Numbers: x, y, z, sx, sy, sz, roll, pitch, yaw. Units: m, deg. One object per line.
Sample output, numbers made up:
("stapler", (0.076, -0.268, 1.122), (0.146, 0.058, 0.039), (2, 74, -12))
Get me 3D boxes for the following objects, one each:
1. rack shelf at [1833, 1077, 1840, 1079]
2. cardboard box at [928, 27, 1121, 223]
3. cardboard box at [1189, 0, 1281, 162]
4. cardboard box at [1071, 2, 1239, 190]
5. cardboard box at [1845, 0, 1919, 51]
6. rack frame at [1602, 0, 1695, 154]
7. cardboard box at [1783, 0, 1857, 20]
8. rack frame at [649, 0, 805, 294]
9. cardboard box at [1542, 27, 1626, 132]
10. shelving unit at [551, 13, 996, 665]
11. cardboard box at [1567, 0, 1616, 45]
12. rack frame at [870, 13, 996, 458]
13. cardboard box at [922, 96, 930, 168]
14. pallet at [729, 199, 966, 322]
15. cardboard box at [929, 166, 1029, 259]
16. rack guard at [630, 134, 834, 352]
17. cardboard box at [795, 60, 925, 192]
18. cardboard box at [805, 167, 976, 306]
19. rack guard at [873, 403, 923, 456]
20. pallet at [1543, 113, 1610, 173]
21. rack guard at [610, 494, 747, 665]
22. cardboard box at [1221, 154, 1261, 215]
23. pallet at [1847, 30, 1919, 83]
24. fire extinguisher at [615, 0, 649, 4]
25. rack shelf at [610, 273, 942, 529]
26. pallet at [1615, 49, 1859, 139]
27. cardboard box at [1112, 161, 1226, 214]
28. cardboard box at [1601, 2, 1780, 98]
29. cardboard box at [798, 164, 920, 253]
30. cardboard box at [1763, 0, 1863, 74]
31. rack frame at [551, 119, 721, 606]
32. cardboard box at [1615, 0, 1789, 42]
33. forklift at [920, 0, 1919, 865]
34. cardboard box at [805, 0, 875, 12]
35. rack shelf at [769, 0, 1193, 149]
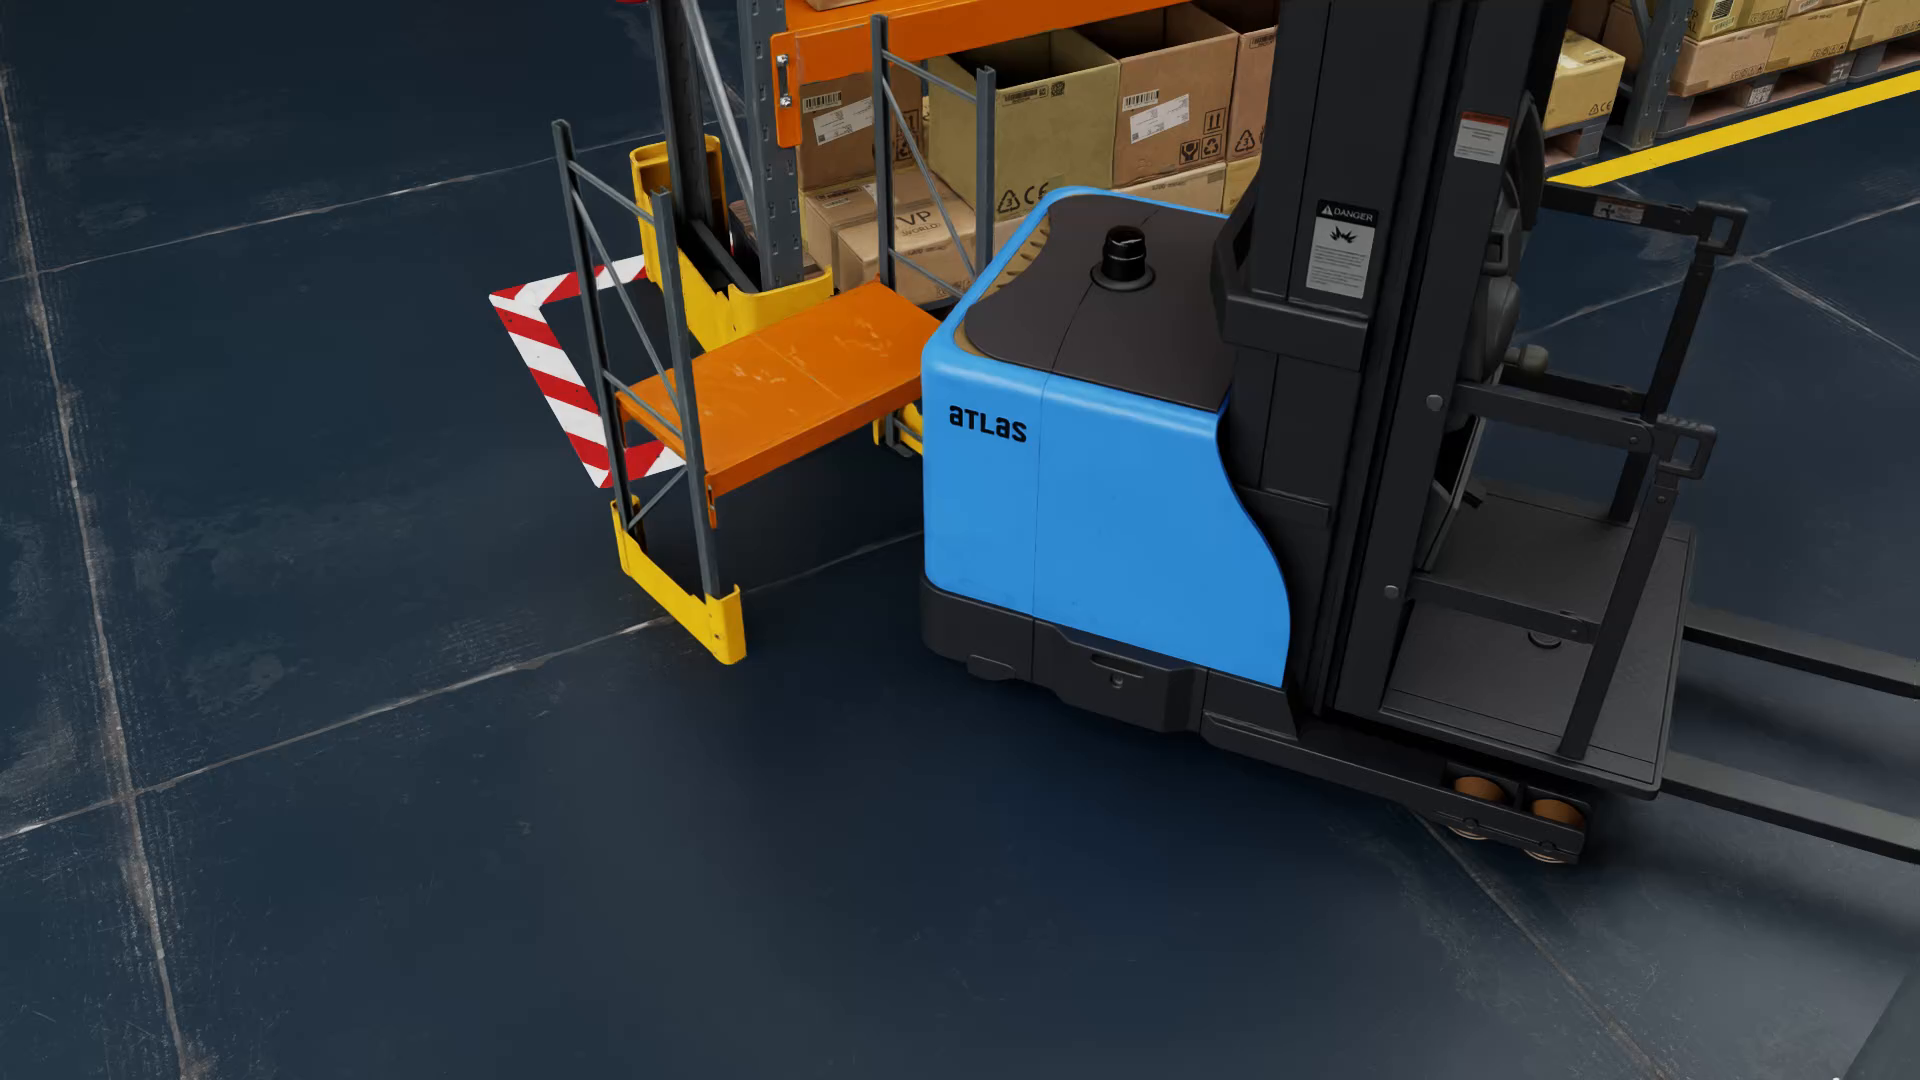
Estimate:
("rack shelf", (3.255, 0.582, 2.798), (4.000, 0.370, 1.077), (-19, 44, -21))
("cardboard box", (0.217, -1.515, 5.941), (0.500, 0.500, 0.500), (-19, 44, -21))
("cardboard box", (1.106, -1.811, 6.290), (0.500, 0.500, 0.500), (-19, 44, -21))
("cardboard box", (0.655, -1.672, 6.126), (0.500, 0.500, 0.500), (-19, 44, -21))
("cardboard box", (4.128, -2.526, 7.716), (0.500, 0.250, 0.500), (-20, 44, -22))
("rack frame", (2.744, -3.129, 6.625), (0.127, 3.000, 1.000), (-19, 44, -21))
("cardboard box", (3.672, -2.581, 7.346), (0.500, 0.311, 0.500), (-19, 44, -21))
("rack frame", (-0.804, -1.935, 5.214), (0.127, 3.000, 1.000), (-19, 44, -21))
("cardboard box", (2.434, -1.976, 7.066), (0.500, 0.250, 0.500), (-19, 44, -21))
("shelving unit", (-0.458, -0.575, 4.768), (1.083, 1.500, 0.587), (-29, 48, -30))
("cardboard box", (2.978, -2.530, 7.720), (0.500, 0.250, 0.500), (-19, 44, -21))
("rack frame", (-0.079, -0.785, 5.016), (0.032, 1.500, 0.500), (-29, 48, -30))
("cardboard box", (-0.027, -1.531, 6.541), (0.500, 0.250, 0.500), (-19, 44, -21))
("pallet", (-0.145, -1.123, 6.413), (1.213, 0.211, 1.003), (-19, 44, -21))
("cardboard box", (0.217, -1.230, 6.184), (0.500, 0.250, 0.500), (-19, 44, -21))
("rack guard", (-0.825, -0.974, 6.014), (0.348, 0.500, 1.175), (-19, 44, -21))
("cardboard box", (-0.465, -1.663, 6.115), (0.500, 0.500, 0.500), (-19, 44, -21))
("cardboard box", (-0.225, -1.079, 6.006), (0.500, 0.250, 0.500), (-19, 44, -21))
("rack guard", (-0.080, -0.307, 5.419), (0.087, 0.250, 0.587), (-29, 48, -30))
("pallet", (2.019, -1.851, 7.274), (1.213, 0.211, 1.003), (-19, 44, -21))
("rack guard", (-0.836, 0.111, 4.925), (0.087, 0.250, 0.587), (-29, 48, -30))
("cardboard box", (1.106, -1.525, 6.533), (0.500, 0.250, 0.500), (-19, 44, -21))
("pallet", (4.463, -2.674, 8.245), (1.213, 0.211, 1.003), (-19, 44, -21))
("fire extinguisher", (-1.123, -2.137, 5.512), (0.183, 0.674, 0.296), (-19, 44, -21))
("rack shelf", (-0.465, -0.434, 4.880), (1.000, 0.185, 0.538), (-29, 48, -30))
("pallet", (3.379, -2.307, 7.812), (1.213, 0.211, 1.003), (-19, 44, -21))
("cardboard box", (0.660, -1.379, 6.360), (0.500, 0.250, 0.500), (-19, 44, -21))
("cardboard box", (3.216, -2.218, 7.352), (0.500, 0.250, 0.500), (-20, 44, -22))
("cardboard box", (-0.464, -1.375, 6.356), (0.500, 0.250, 0.500), (-19, 44, -21))
("cardboard box", (3.670, -2.370, 7.531), (0.500, 0.250, 0.500), (-18, 43, -20))
("rack frame", (-0.851, -0.357, 4.511), (0.032, 1.500, 0.500), (-29, 48, -30))
("cardboard box", (3.226, -2.434, 7.173), (0.500, 0.311, 0.500), (-18, 44, -20))
("forklift", (1.452, -0.683, 3.789), (3.031, 2.935, 1.130), (16, 43, 18))
("cardboard box", (-0.384, -2.105, 5.338), (0.500, 0.500, 0.700), (-19, 44, -21))
("rack shelf", (0.970, -2.257, 6.152), (4.000, 0.370, 1.077), (-19, 44, -21))
